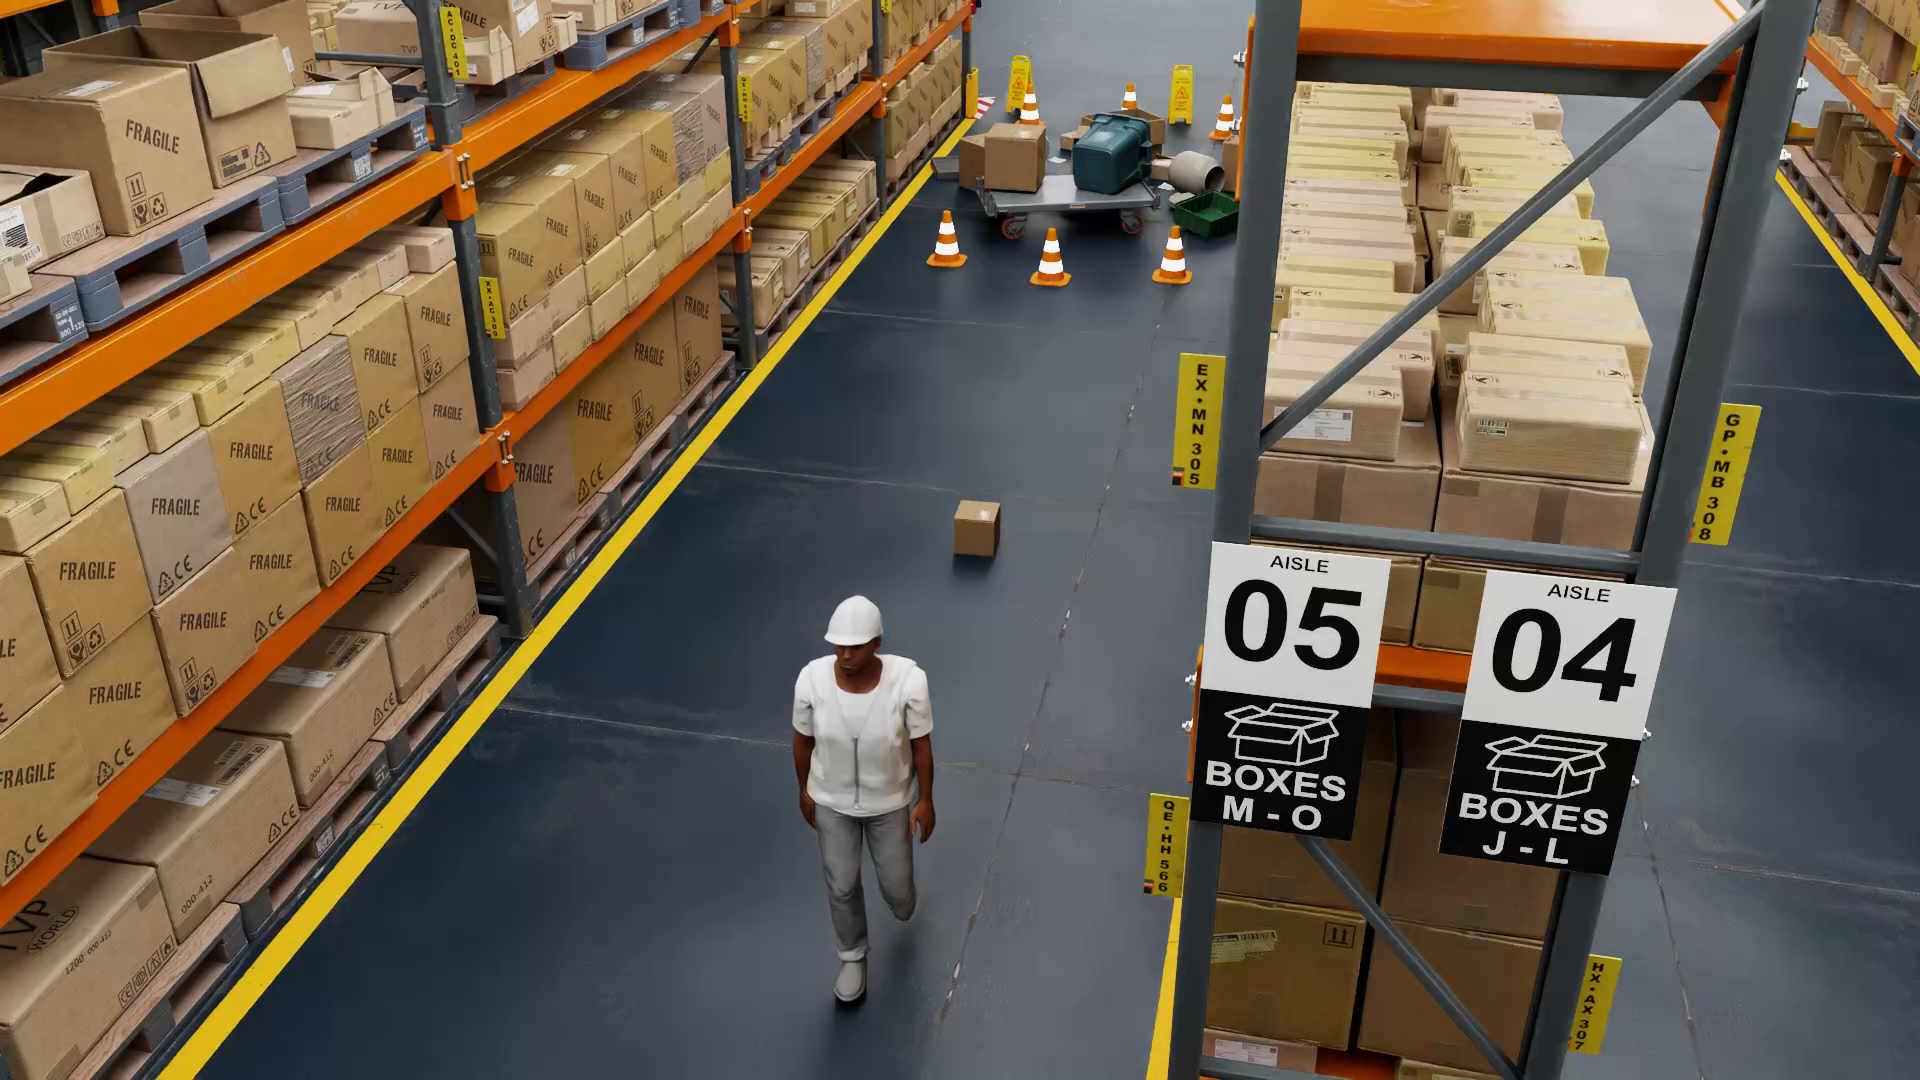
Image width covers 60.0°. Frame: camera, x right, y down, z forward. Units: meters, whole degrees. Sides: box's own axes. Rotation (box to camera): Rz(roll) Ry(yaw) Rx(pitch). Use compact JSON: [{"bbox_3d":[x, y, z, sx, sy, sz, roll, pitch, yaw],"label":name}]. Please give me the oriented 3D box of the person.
[{"bbox_3d":[-0.382,1.007,6.704,0.580,1.753,0.641,1,29,3],"label":"person"}]
